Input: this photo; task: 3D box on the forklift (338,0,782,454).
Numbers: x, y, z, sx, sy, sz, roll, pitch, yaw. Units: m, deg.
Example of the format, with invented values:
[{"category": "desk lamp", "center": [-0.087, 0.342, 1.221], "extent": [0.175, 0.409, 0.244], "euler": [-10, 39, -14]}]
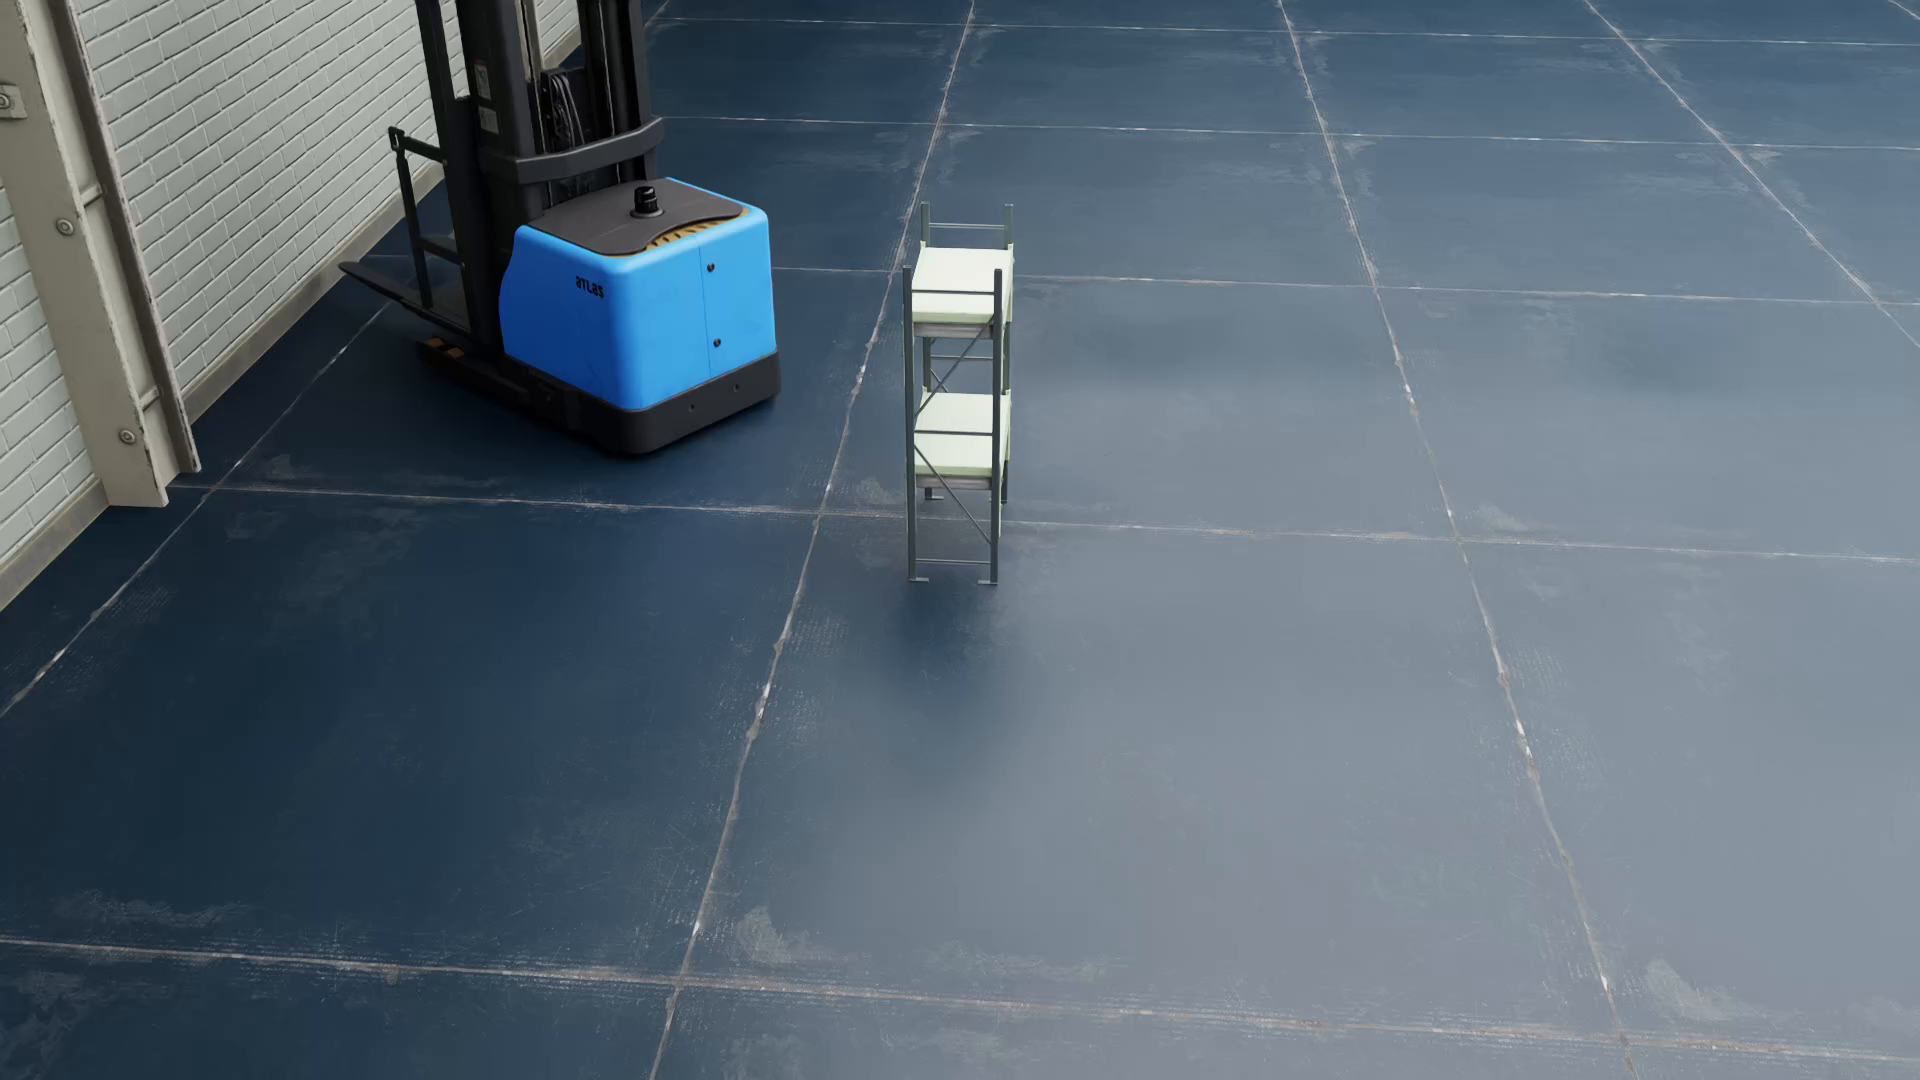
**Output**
[{"category": "forklift", "center": [-2.397, -2.324, 8.728], "extent": [3.031, 2.935, 1.130], "euler": [25, 39, 34]}]

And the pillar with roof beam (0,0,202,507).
[{"category": "pillar with roof beam", "center": [0.320, -3.915, 5.525], "extent": [9.100, 9.000, 0.400], "euler": [2, 32, 4]}]

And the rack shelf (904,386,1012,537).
[{"category": "rack shelf", "center": [0.001, -0.364, 7.533], "extent": [0.431, 0.370, 0.720], "euler": [2, 32, 4]}]

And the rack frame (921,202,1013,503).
[{"category": "rack frame", "center": [0.030, -0.833, 7.673], "extent": [0.400, 1.500, 0.023], "euler": [2, 32, 4]}]

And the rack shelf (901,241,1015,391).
[{"category": "rack shelf", "center": [0.001, -0.974, 7.157], "extent": [0.431, 0.370, 0.720], "euler": [2, 32, 4]}]

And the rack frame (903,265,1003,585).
[{"category": "rack frame", "center": [-0.029, -0.451, 7.052], "extent": [0.400, 1.500, 0.023], "euler": [2, 32, 4]}]

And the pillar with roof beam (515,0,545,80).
[{"category": "pillar with roof beam", "center": [0.808, -7.052, 10.616], "extent": [9.100, 9.000, 0.400], "euler": [2, 32, 4]}]

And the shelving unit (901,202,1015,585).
[{"category": "shelving unit", "center": [0.001, -0.642, 7.362], "extent": [0.431, 1.500, 0.755], "euler": [2, 32, 4]}]
